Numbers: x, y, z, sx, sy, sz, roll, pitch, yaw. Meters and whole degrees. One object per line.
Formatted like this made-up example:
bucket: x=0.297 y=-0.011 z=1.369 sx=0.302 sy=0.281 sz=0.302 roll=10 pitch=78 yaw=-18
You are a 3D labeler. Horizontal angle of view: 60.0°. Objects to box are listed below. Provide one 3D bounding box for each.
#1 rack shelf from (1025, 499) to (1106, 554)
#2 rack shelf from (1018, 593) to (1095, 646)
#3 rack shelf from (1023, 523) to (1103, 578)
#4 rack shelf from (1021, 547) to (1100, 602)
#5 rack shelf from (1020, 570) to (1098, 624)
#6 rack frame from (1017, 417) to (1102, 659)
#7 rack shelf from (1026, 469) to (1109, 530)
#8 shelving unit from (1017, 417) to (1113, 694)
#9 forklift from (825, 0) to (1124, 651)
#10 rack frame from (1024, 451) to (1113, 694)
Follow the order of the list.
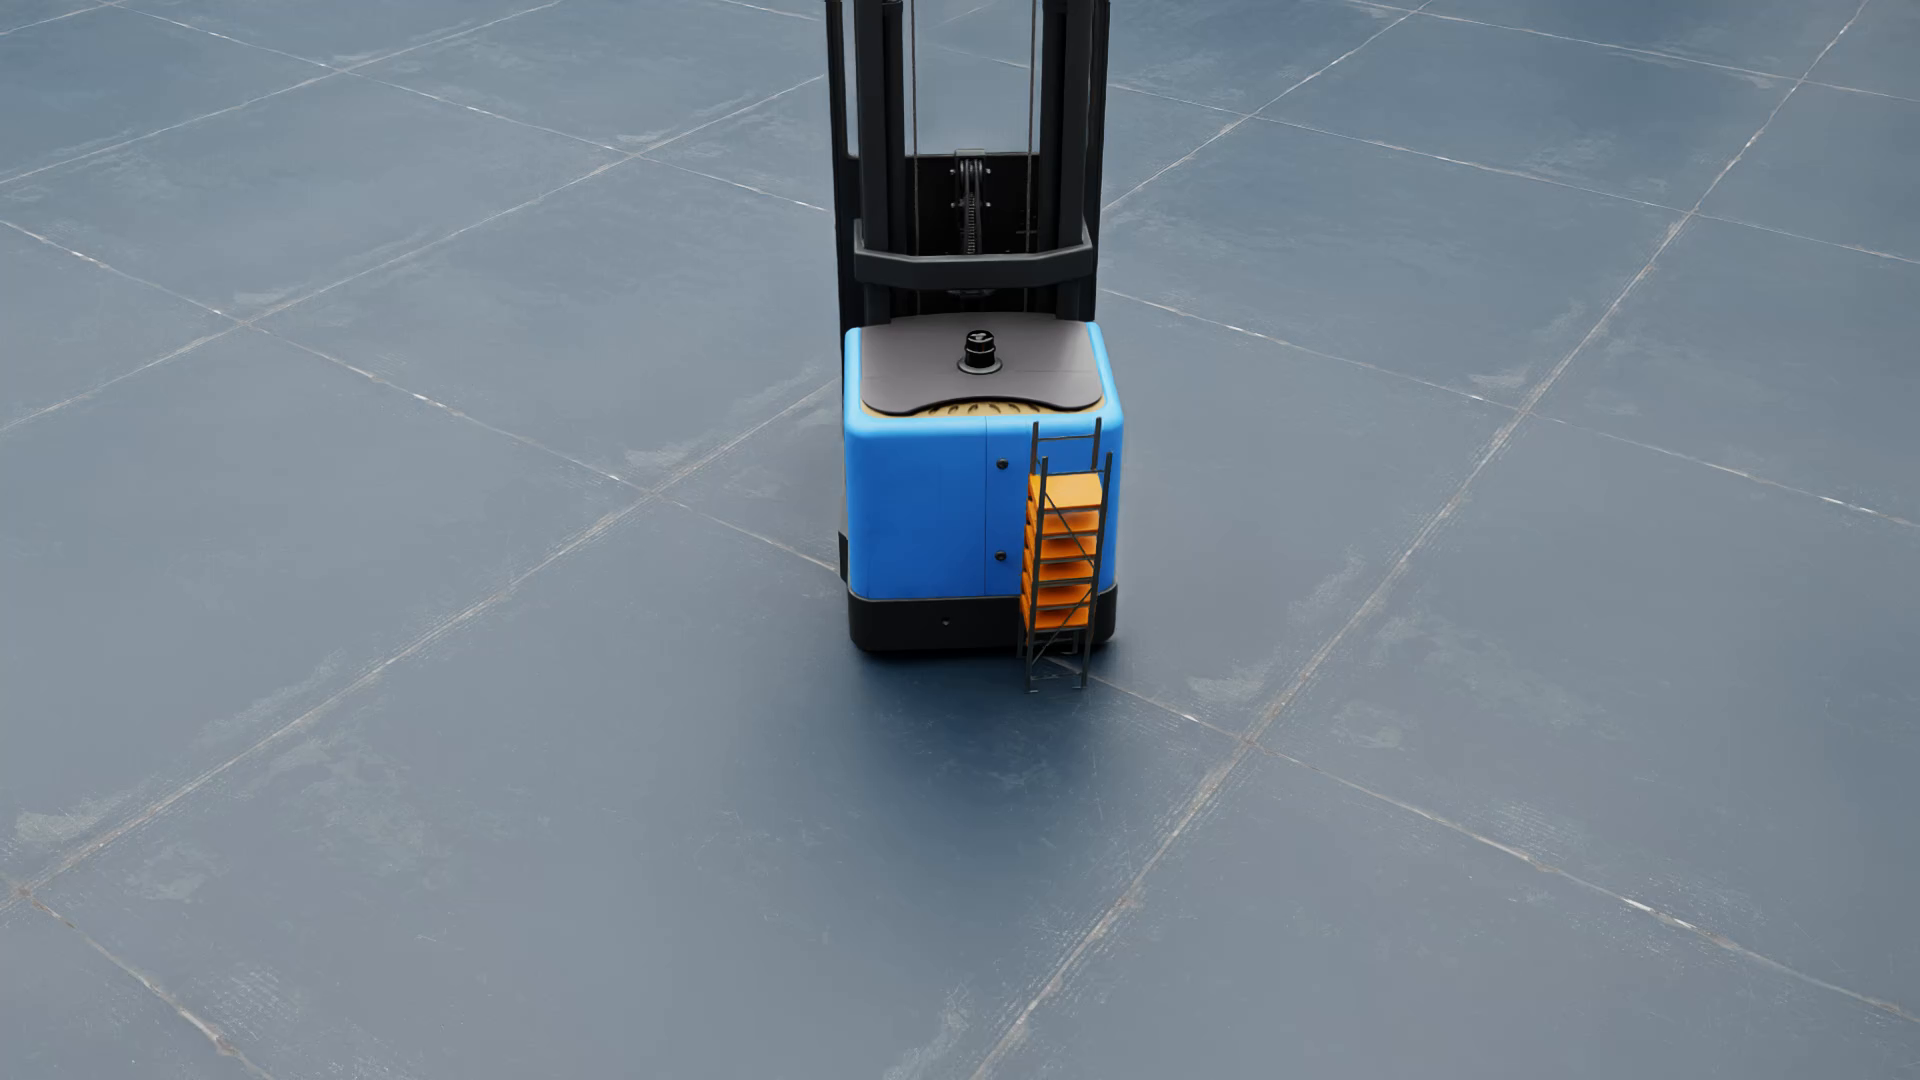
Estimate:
rack shelf: x=0.372 y=-0.057 z=5.906 sx=0.258 sy=0.103 sz=0.180 roll=-4 pitch=44 yaw=-6
rack shelf: x=0.360 y=0.289 z=6.238 sx=0.258 sy=0.103 sz=0.180 roll=-4 pitch=44 yaw=-6
rack shelf: x=0.369 y=0.029 z=5.989 sx=0.258 sy=0.103 sz=0.180 roll=-4 pitch=44 yaw=-6
rack shelf: x=0.366 y=0.116 z=6.072 sx=0.258 sy=0.103 sz=0.180 roll=-4 pitch=44 yaw=-6
rack shelf: x=0.363 y=0.202 z=6.155 sx=0.258 sy=0.103 sz=0.180 roll=-4 pitch=44 yaw=-6
rack frame: x=0.355 y=0.021 z=6.107 sx=0.240 sy=1.200 sz=0.006 roll=-4 pitch=44 yaw=-6
rack shelf: x=0.374 y=-0.144 z=5.823 sx=0.258 sy=0.103 sz=0.180 roll=-4 pitch=44 yaw=-6
shelving unit: x=0.367 y=0.084 z=6.041 sx=0.258 sy=1.200 sz=0.189 roll=-4 pitch=44 yaw=-6
forklift: x=0.016 y=-1.581 z=6.972 sx=1.130 sy=2.935 sz=3.031 roll=-2 pitch=34 yaw=-3
rack frame: x=0.379 y=0.147 z=5.976 sx=0.240 sy=1.200 sz=0.006 roll=-4 pitch=44 yaw=-6
